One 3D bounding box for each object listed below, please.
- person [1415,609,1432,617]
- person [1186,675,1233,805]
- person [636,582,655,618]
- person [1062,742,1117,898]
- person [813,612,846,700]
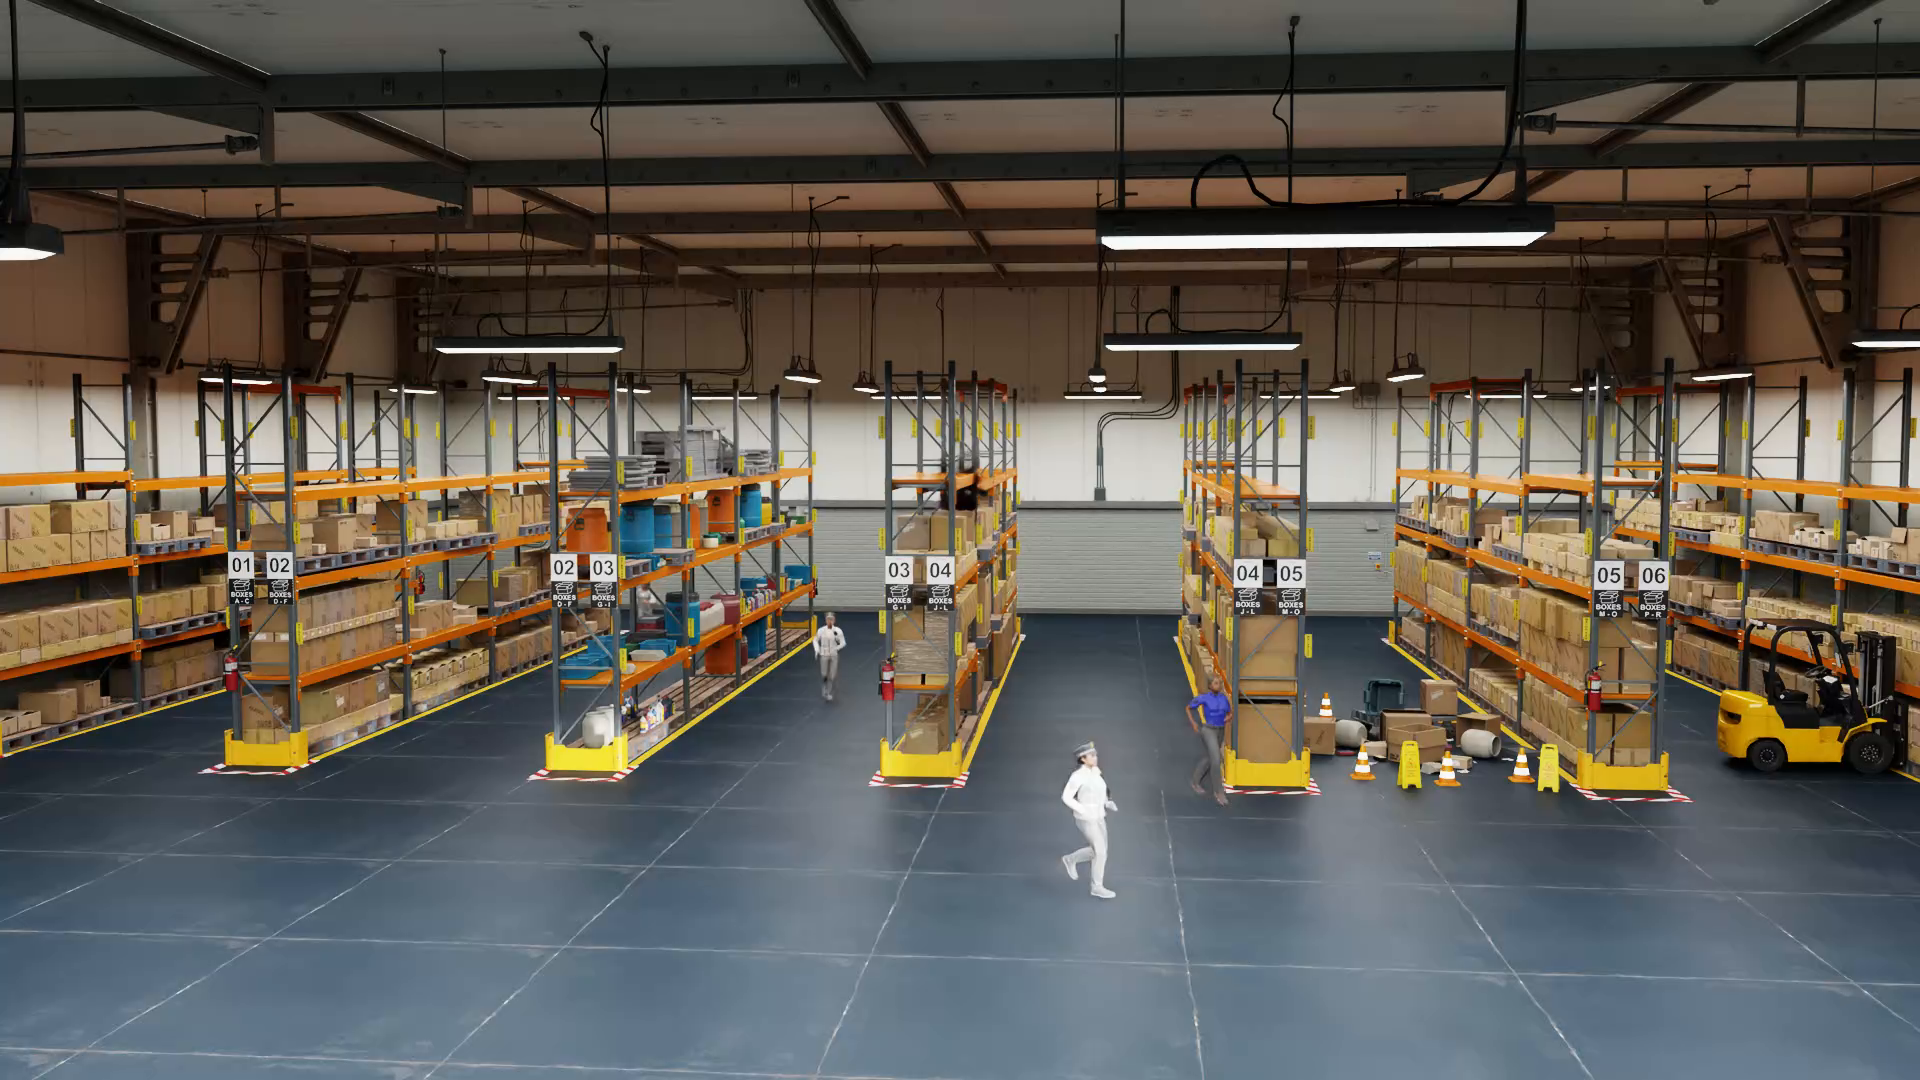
[{"bbox_3d":[11.335,1.500,40.475,0.698,1.724,0.960,3,5,34],"label":"person"},{"bbox_3d":[3.450,2.693,22.610,0.639,1.700,0.815,-3,5,-39],"label":"person"},{"bbox_3d":[-7.249,1.694,38.152,0.506,1.645,0.711,0,4,-5],"label":"person"},{"bbox_3d":[1.364,2.995,17.935,0.717,1.649,0.622,3,5,37],"label":"person"},{"bbox_3d":[-2.415,2.152,30.745,0.612,1.650,0.550,0,4,-4],"label":"person"}]
